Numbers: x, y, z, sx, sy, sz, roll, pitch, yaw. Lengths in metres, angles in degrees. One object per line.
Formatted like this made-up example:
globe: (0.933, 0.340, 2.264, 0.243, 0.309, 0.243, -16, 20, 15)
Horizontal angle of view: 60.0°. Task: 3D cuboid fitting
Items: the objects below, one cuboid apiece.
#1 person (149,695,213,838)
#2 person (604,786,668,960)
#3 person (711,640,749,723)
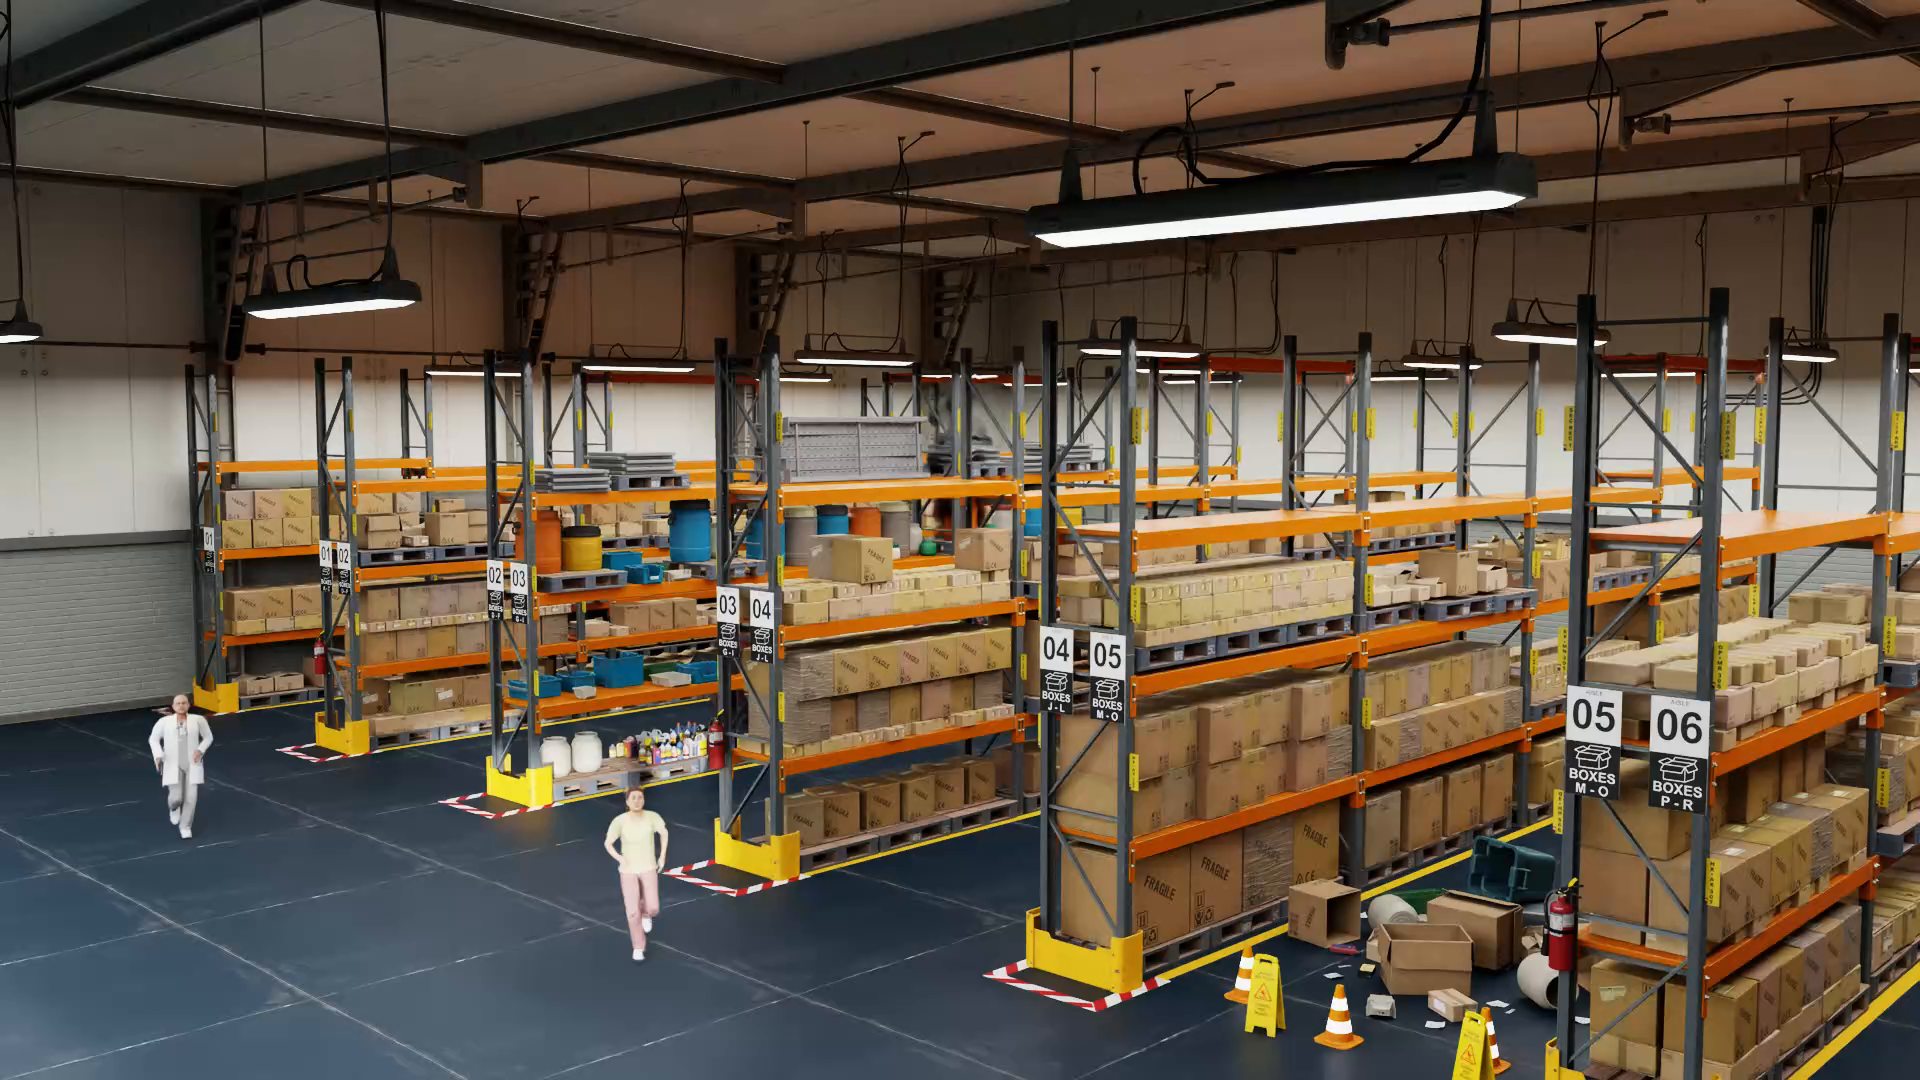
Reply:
person: (-9.491, 2.751, 20.303, 0.710, 1.732, 0.637, -2, 5, -28)
person: (-3.078, 3.146, 15.865, 0.610, 1.634, 0.579, -1, 5, -18)
person: (-3.668, 2.246, 27.163, 0.635, 1.769, 0.795, 4, 6, 43)
